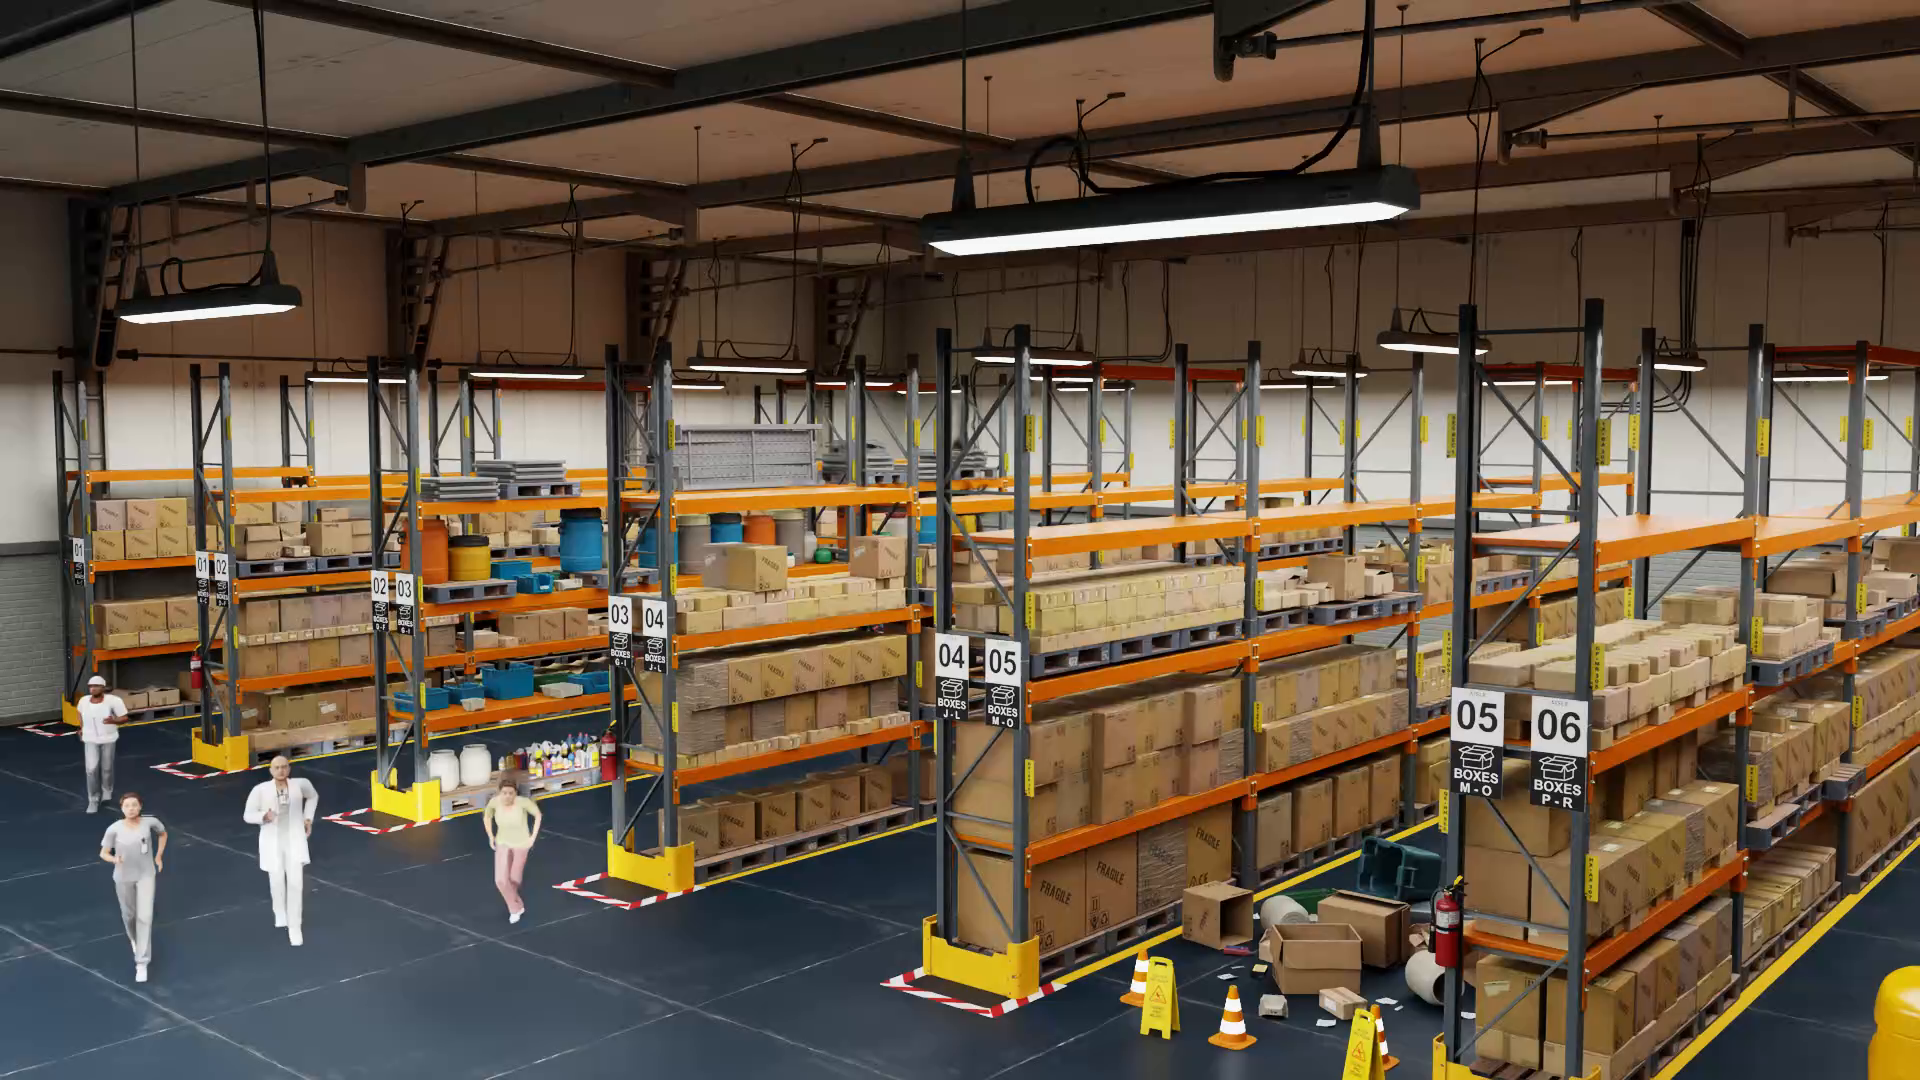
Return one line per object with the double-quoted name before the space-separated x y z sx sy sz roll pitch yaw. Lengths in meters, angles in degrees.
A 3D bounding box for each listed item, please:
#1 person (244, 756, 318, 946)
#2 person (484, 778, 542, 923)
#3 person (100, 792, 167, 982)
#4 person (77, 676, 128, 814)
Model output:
"person" -6.779 3.069 16.644 0.692 1.841 0.842 -2 4 -22
"person" -4.634 3.175 17.323 0.588 1.558 0.926 0 4 -5
"person" -7.742 3.193 15.602 0.566 1.684 0.956 -2 5 -24
"person" -11.394 2.705 22.092 0.661 1.836 0.771 -1 4 -17
